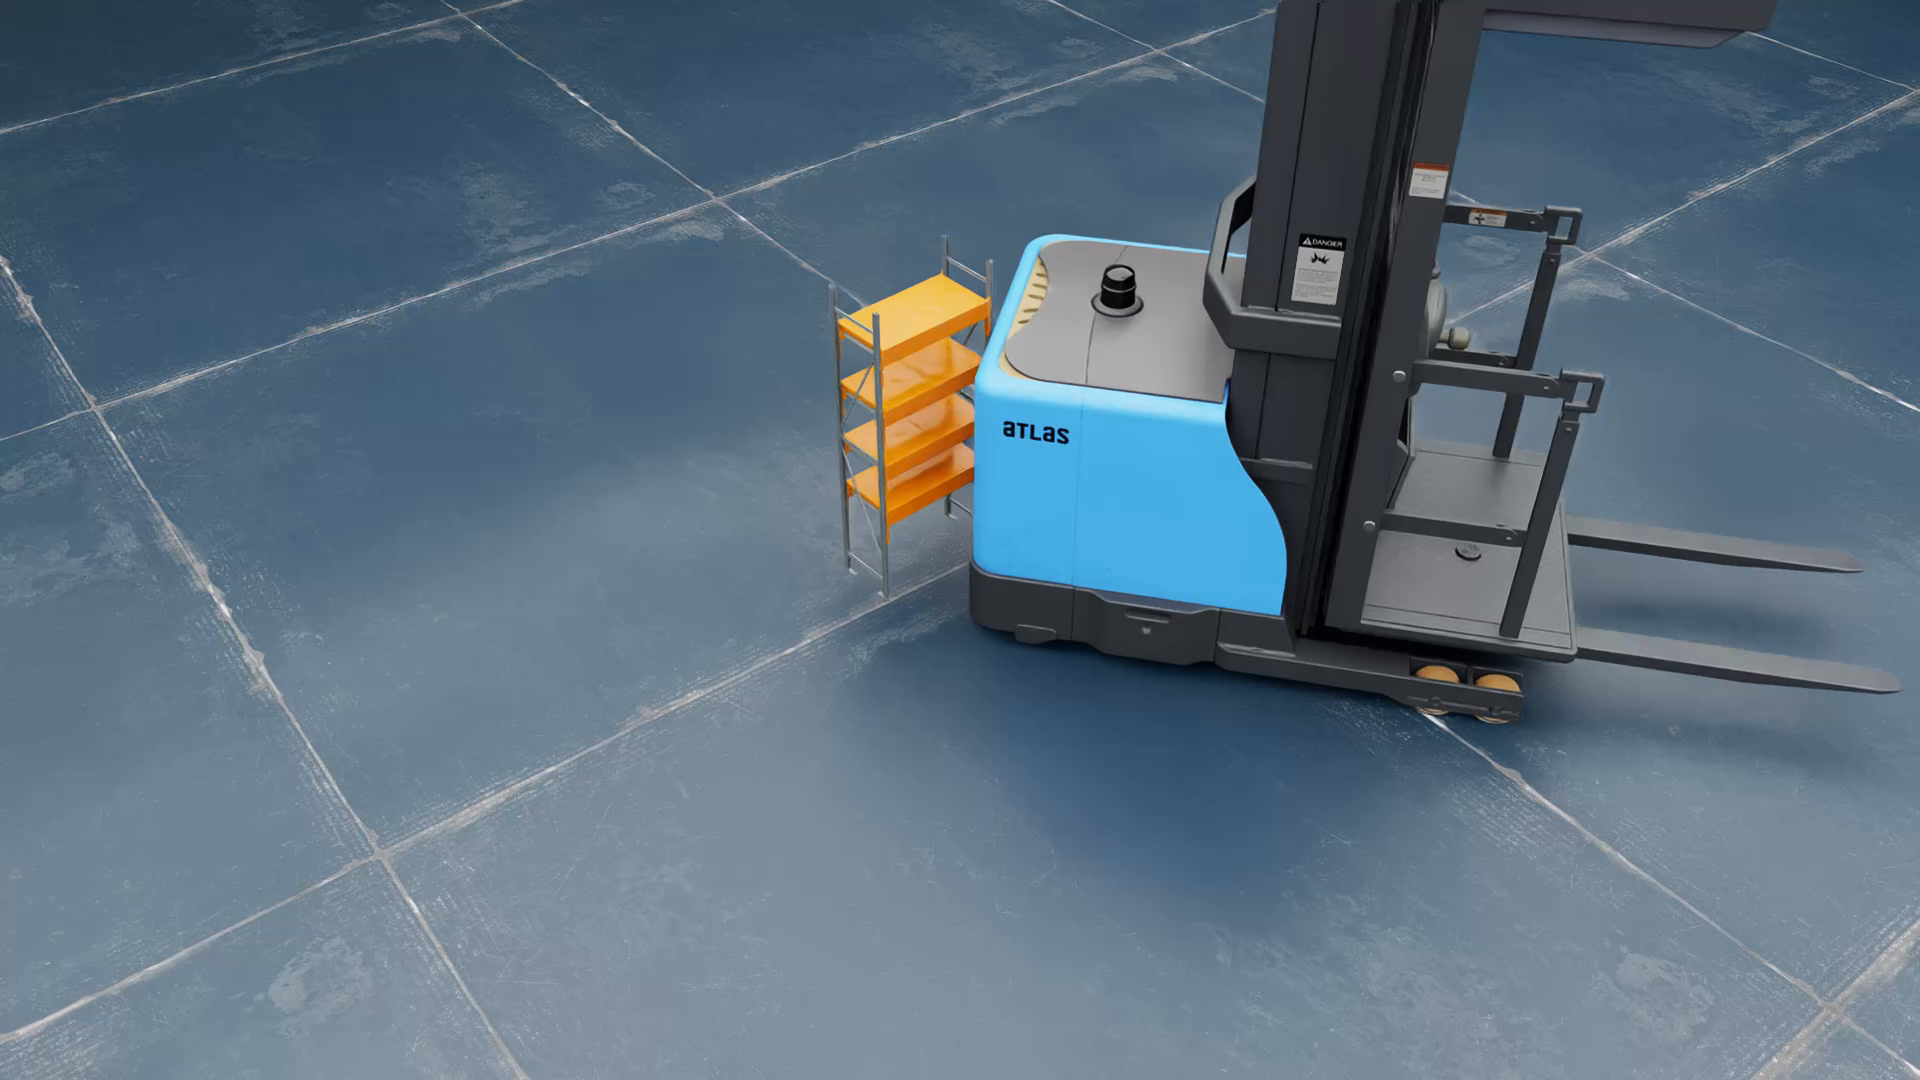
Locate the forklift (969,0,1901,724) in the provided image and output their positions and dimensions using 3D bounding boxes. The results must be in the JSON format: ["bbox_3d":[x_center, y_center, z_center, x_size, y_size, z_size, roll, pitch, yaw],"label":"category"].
[{"bbox_3d":[1.604,-0.897,5.032,3.031,2.935,1.130,8,40,10],"label":"forklift"}]

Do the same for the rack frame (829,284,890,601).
[{"bbox_3d":[-0.338,-0.302,5.672,0.015,1.200,0.240,-30,48,-31],"label":"rack frame"}]

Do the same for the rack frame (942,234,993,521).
[{"bbox_3d":[0.025,-0.509,5.924,0.015,1.200,0.240,-30,48,-31],"label":"rack frame"}]

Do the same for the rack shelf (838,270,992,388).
[{"bbox_3d":[-0.157,-0.709,5.549,0.480,0.148,0.258,-30,48,-31],"label":"rack shelf"}]

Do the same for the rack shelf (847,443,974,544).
[{"bbox_3d":[-0.157,-0.200,5.967,0.480,0.148,0.258,-30,48,-31],"label":"rack shelf"}]

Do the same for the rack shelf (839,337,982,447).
[{"bbox_3d":[-0.157,-0.527,5.699,0.480,0.148,0.258,-30,48,-31],"label":"rack shelf"}]

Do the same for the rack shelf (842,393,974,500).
[{"bbox_3d":[-0.157,-0.354,5.841,0.480,0.148,0.258,-30,48,-31],"label":"rack shelf"}]

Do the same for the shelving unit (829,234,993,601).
[{"bbox_3d":[-0.157,-0.406,5.798,0.503,1.200,0.258,-30,48,-31],"label":"shelving unit"}]
